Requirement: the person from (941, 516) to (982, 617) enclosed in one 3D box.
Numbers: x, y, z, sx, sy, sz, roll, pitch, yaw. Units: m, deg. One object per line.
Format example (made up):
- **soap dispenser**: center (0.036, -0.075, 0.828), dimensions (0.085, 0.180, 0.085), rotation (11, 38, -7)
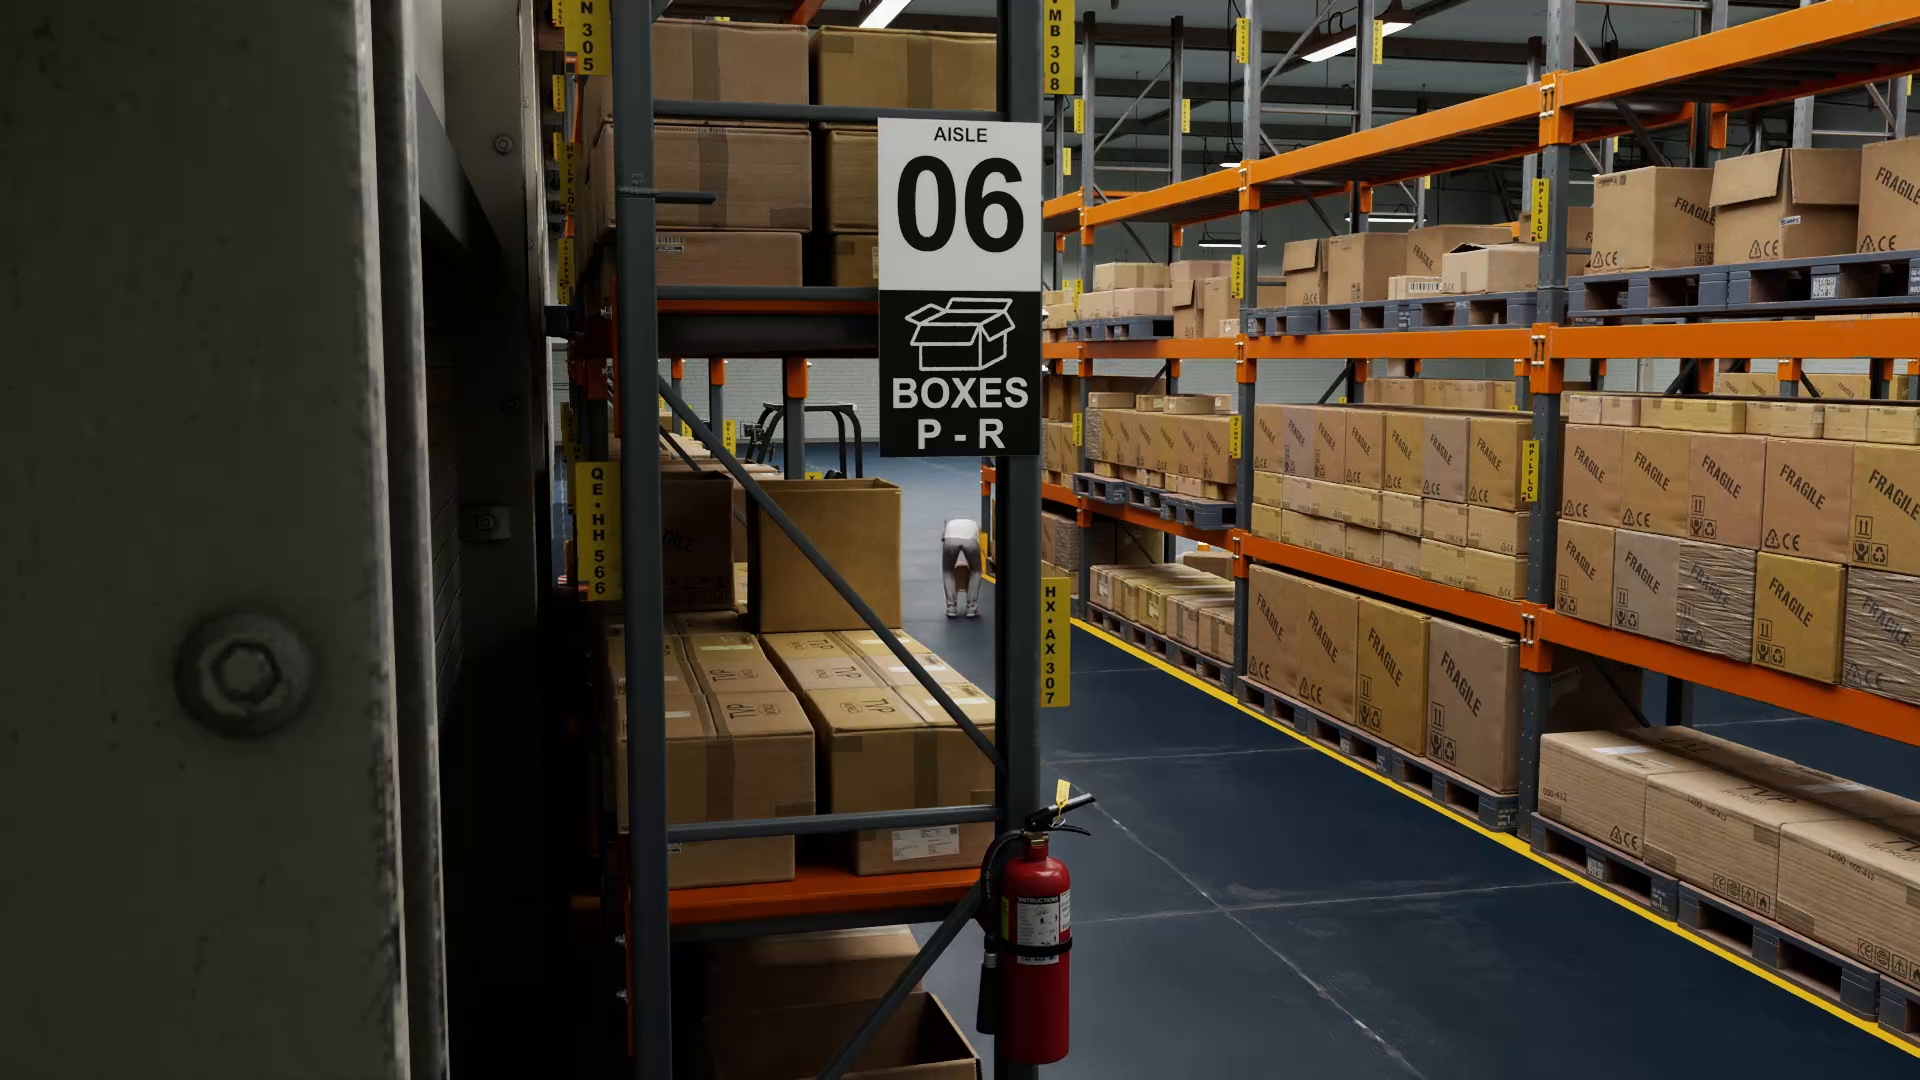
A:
- **person**: center (0.020, 0.267, 17.242), dimensions (0.426, 1.014, 0.919), rotation (0, 6, 3)
